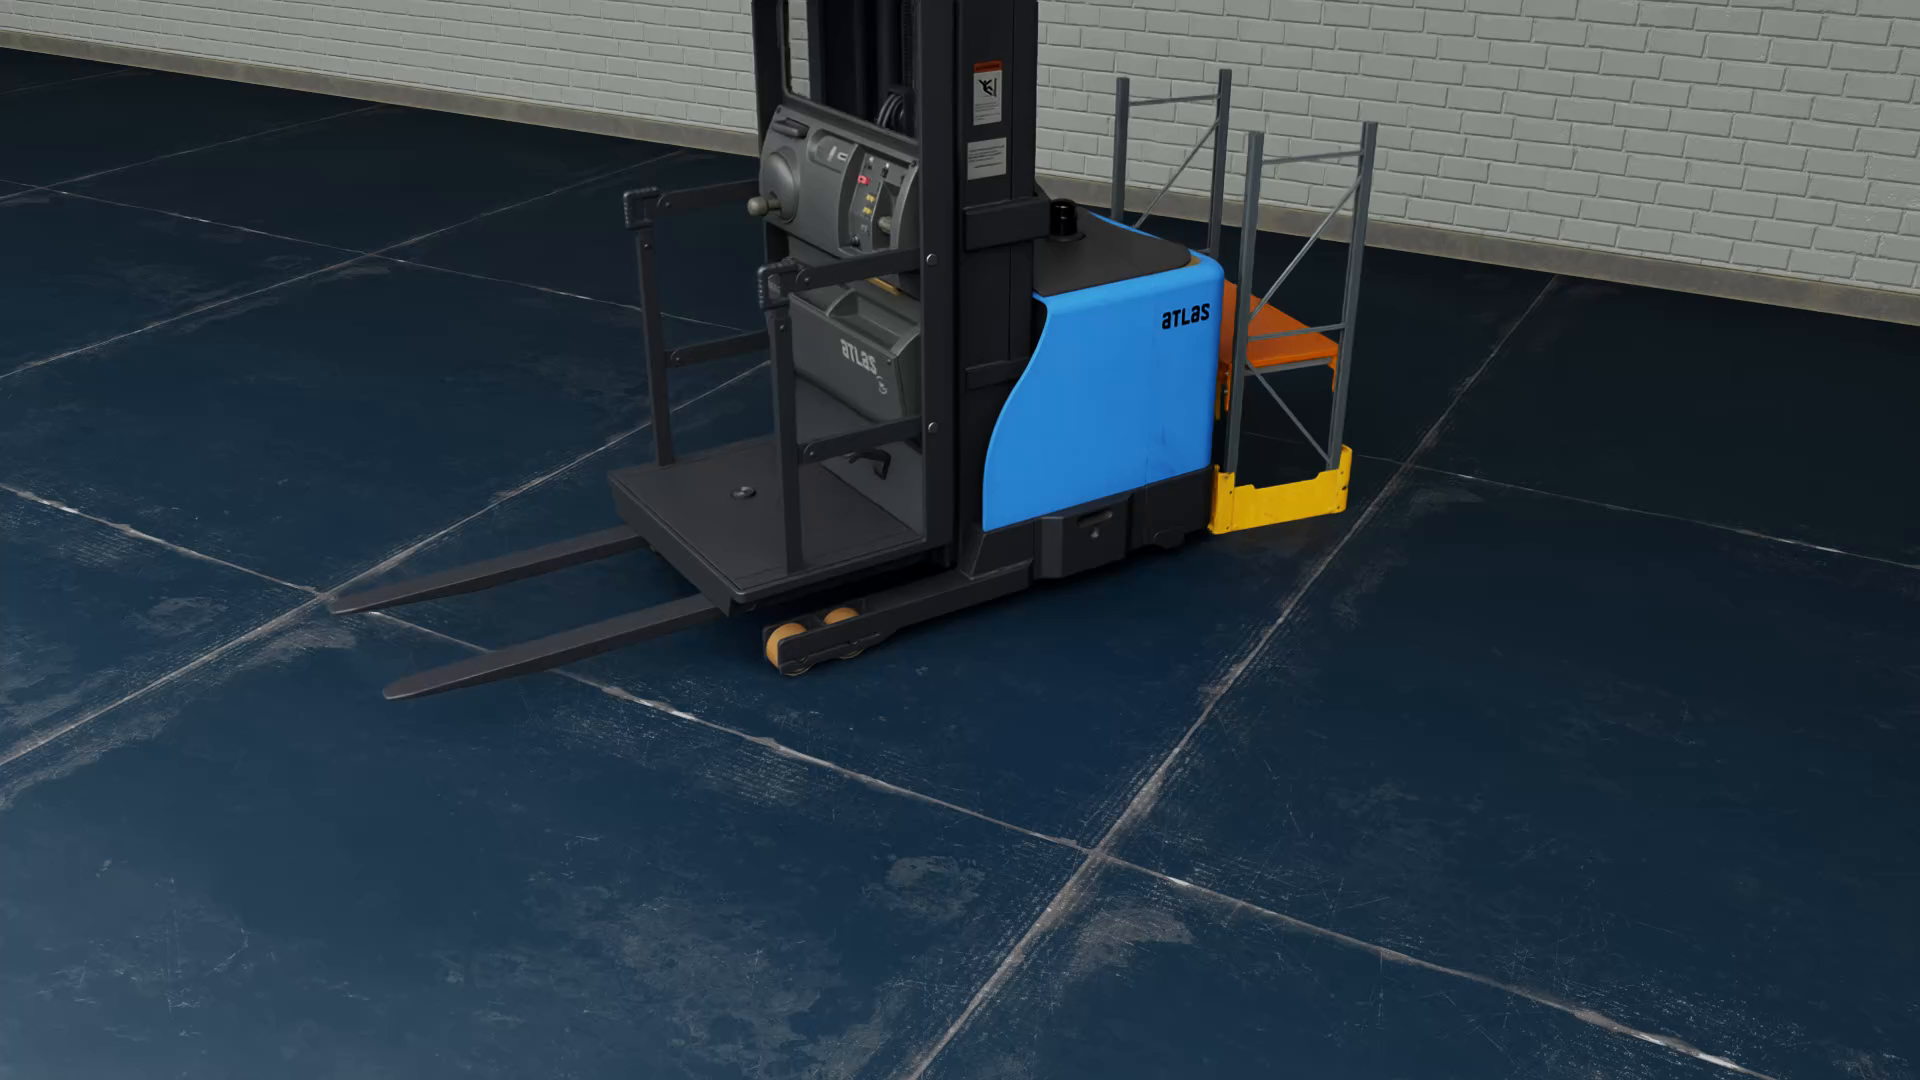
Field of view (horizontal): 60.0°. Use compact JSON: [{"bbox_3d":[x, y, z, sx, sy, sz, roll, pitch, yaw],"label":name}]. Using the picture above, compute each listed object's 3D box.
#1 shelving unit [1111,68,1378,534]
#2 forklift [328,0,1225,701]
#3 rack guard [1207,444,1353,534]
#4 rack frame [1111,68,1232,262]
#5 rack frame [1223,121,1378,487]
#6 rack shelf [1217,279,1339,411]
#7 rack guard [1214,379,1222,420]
[{"bbox_3d":[1.042,-0.964,6.500,0.587,1.500,1.083,-10,28,-19],"label":"shelving unit"},{"bbox_3d":[-0.575,-1.142,5.257,3.031,2.935,1.130,-16,31,-29],"label":"forklift"},{"bbox_3d":[1.224,-0.197,6.365,0.587,0.250,0.087,-10,28,-19],"label":"rack guard"},{"bbox_3d":[0.853,-1.179,6.930,0.500,1.500,0.032,-10,28,-19],"label":"rack frame"},{"bbox_3d":[1.225,-0.756,6.084,0.500,1.500,0.032,-10,28,-19],"label":"rack frame"},{"bbox_3d":[1.039,-0.807,6.588,0.538,0.185,1.000,-10,28,-19],"label":"rack shelf"},{"bbox_3d":[0.860,-0.612,7.194,0.587,0.250,0.087,-10,28,-19],"label":"rack guard"}]
